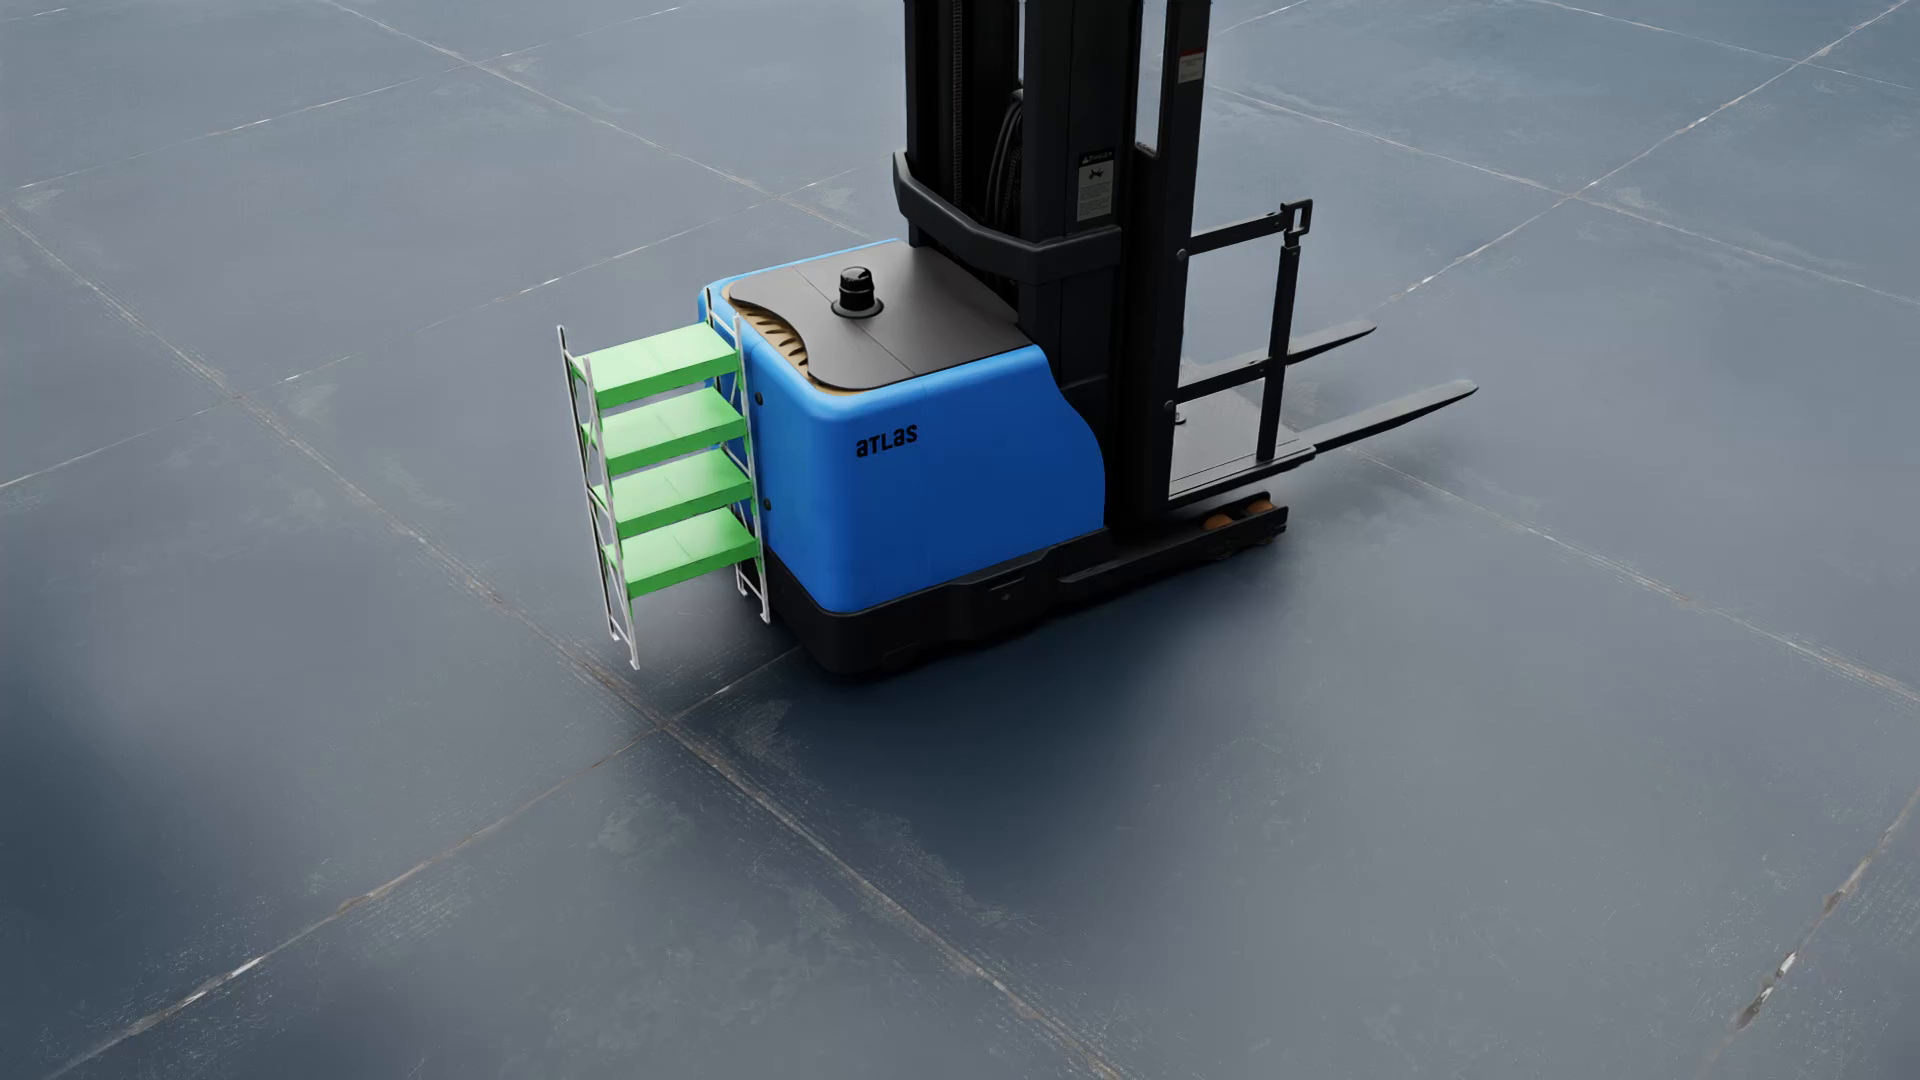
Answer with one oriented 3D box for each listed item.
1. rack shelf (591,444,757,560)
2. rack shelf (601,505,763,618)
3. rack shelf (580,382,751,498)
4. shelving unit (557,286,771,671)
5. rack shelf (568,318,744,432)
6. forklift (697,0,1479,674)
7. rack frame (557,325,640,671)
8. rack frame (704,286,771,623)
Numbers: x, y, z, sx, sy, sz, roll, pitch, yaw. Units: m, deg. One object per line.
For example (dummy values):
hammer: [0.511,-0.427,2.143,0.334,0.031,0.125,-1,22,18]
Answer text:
rack shelf: [-0.948,-0.131,5.493,0.480,0.148,0.258,-20,39,-24]
rack shelf: [-0.945,0.065,5.632,0.480,0.148,0.258,-20,39,-24]
rack shelf: [-0.951,-0.327,5.354,0.480,0.148,0.258,-20,39,-24]
shelving unit: [-0.949,-0.183,5.456,0.503,1.200,0.258,-20,39,-24]
rack shelf: [-0.954,-0.522,5.216,0.480,0.148,0.258,-20,39,-24]
forklift: [0.633,-1.372,5.655,3.031,2.935,1.130,-18,39,-24]
rack frame: [-1.158,-0.108,5.355,0.015,1.200,0.240,-20,39,-24]
rack frame: [-0.740,-0.258,5.557,0.015,1.200,0.240,-20,39,-24]
